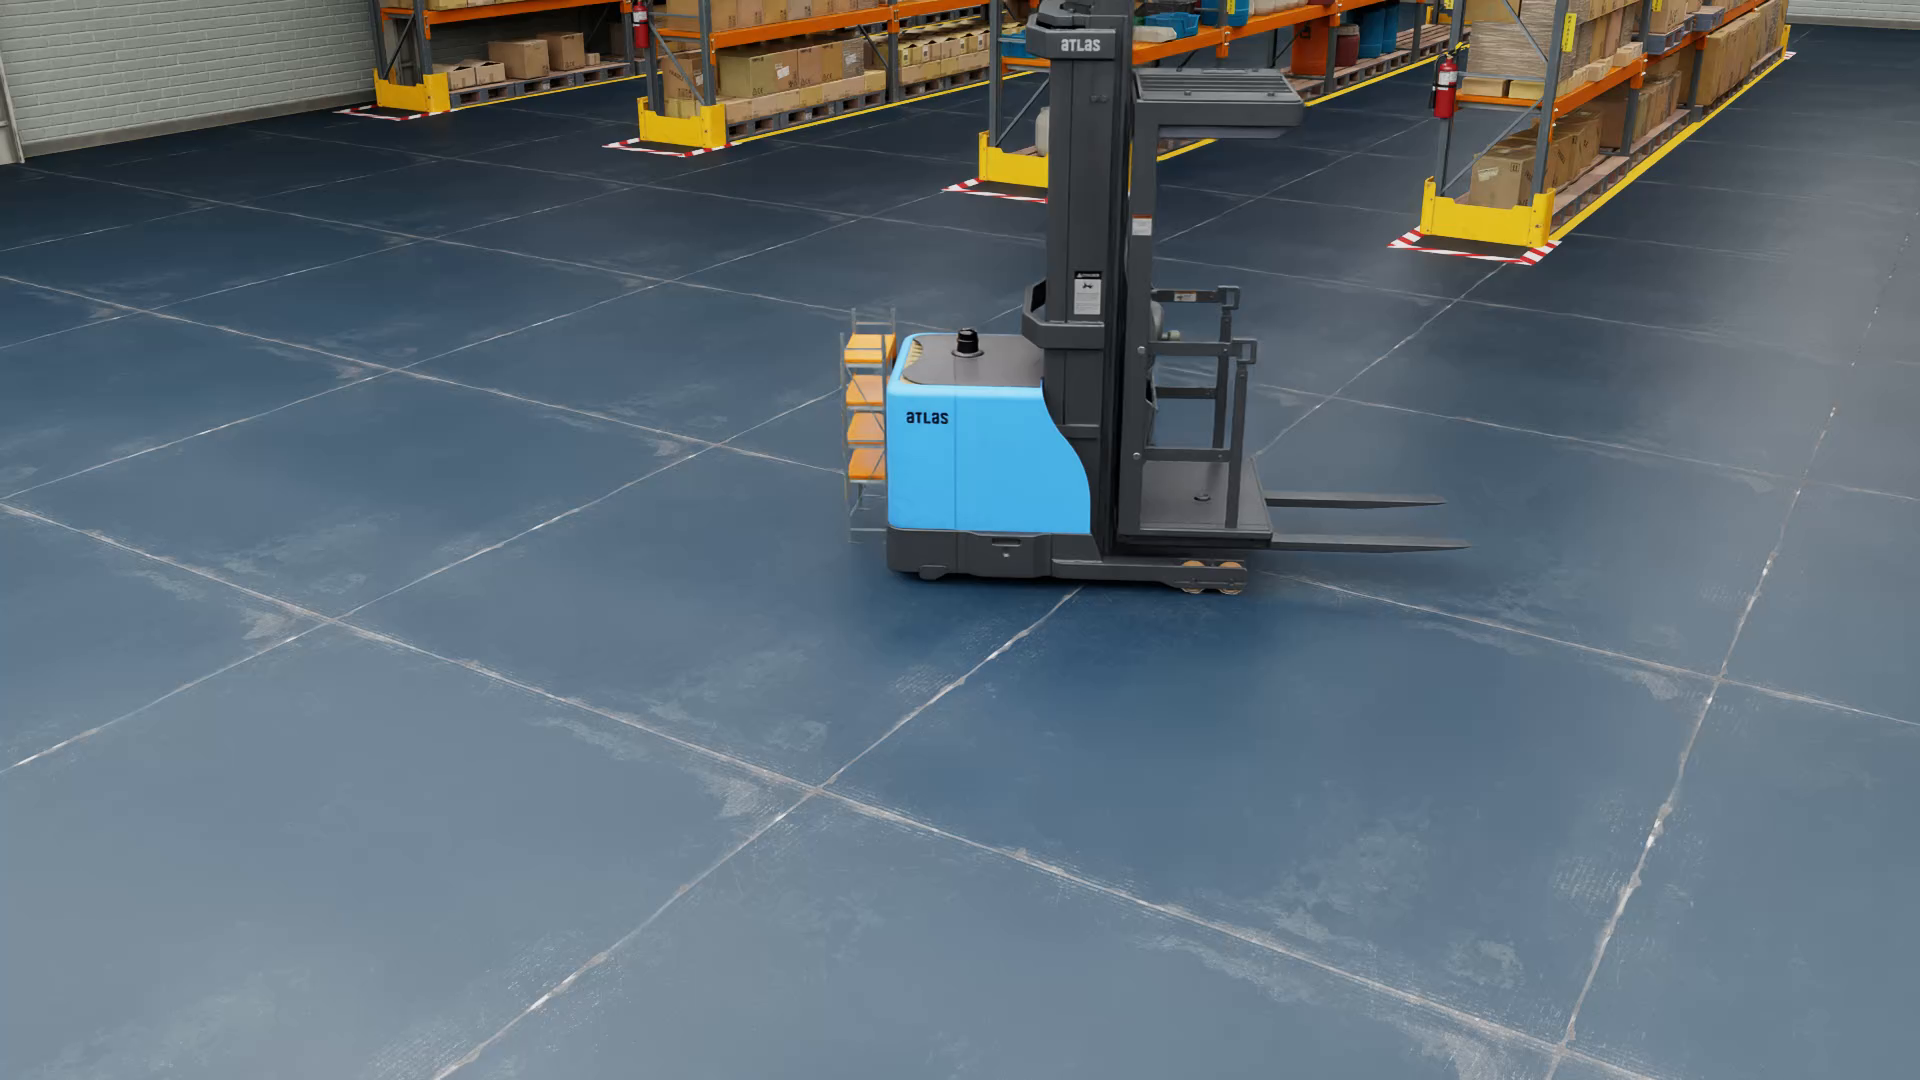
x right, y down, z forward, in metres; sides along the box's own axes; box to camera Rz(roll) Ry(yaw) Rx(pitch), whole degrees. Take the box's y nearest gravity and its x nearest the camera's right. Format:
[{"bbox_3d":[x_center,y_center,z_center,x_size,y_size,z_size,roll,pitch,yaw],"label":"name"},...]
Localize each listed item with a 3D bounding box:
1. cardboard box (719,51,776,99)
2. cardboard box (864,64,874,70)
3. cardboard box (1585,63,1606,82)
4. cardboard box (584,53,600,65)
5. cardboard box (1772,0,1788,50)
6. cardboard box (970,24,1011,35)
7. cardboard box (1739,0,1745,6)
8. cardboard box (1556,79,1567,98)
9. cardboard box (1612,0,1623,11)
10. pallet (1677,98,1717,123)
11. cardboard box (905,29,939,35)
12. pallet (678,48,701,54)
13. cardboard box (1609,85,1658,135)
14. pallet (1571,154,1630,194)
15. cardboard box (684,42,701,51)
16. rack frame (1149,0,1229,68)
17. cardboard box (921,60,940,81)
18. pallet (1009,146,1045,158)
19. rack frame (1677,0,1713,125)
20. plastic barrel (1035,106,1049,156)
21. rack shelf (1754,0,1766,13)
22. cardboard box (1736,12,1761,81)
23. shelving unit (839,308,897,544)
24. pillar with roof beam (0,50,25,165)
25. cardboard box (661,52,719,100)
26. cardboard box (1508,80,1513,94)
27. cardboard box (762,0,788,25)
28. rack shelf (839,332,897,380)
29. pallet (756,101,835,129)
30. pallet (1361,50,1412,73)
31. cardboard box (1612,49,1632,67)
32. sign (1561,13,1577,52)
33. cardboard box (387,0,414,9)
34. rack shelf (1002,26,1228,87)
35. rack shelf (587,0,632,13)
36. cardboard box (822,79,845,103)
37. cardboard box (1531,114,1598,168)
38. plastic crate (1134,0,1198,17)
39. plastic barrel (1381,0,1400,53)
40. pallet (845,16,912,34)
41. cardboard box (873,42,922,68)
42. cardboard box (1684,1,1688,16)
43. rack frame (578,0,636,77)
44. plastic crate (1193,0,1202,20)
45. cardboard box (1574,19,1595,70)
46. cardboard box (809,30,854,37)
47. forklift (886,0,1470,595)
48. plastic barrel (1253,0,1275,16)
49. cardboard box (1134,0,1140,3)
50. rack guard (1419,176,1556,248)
[{"bbox_3d":[-2.699,-5.914,21.123,0.500,0.500,0.500,14,27,29],"label":"cardboard box"},{"bbox_3d":[-1.350,-6.817,24.153,0.500,0.250,0.500,14,27,28],"label":"cardboard box"},{"bbox_3d":[6.208,-4.675,16.589,0.380,0.149,0.250,14,27,29],"label":"cardboard box"},{"bbox_3d":[-5.790,-7.437,25.665,0.380,0.166,0.250,10,25,22],"label":"cardboard box"},{"bbox_3d":[13.151,-8.643,27.585,0.875,0.875,0.875,14,27,29],"label":"cardboard box"},{"bbox_3d":[0.451,-7.818,25.761,0.500,0.311,0.500,13,27,28],"label":"cardboard box"},{"bbox_3d":[10.760,-7.795,23.355,0.500,0.500,0.500,14,27,28],"label":"cardboard box"},{"bbox_3d":[5.482,-4.269,15.652,0.380,0.149,0.250,14,27,29],"label":"cardboard box"},{"bbox_3d":[6.294,-5.534,16.499,0.500,0.500,0.500,14,27,29],"label":"cardboard box"},{"bbox_3d":[9.681,-5.929,22.679,1.003,0.211,1.213,14,27,29],"label":"pallet"},{"bbox_3d":[-0.550,-7.584,25.219,0.500,0.311,0.500,13,27,28],"label":"cardboard box"},{"bbox_3d":[-4.481,-8.119,27.738,1.003,0.211,1.213,14,27,29],"label":"pallet"},{"bbox_3d":[7.996,-5.211,20.105,0.700,0.500,0.500,11,26,24],"label":"cardboard box"},{"bbox_3d":[6.767,-4.094,18.441,1.003,0.211,1.213,14,27,29],"label":"pallet"},{"bbox_3d":[-4.626,-8.377,27.418,0.700,0.500,0.500,14,27,30],"label":"cardboard box"},{"bbox_3d":[2.883,-6.646,20.826,1.000,3.000,0.127,14,27,29],"label":"rack frame"},{"bbox_3d":[-0.629,-6.872,24.282,0.500,0.250,0.500,15,27,30],"label":"cardboard box"},{"bbox_3d":[1.207,-4.325,18.974,1.003,0.211,1.213,14,27,29],"label":"pallet"},{"bbox_3d":[9.201,-6.958,21.547,1.000,3.000,0.127,14,27,29],"label":"rack frame"},{"bbox_3d":[1.056,-4.585,18.668,0.421,0.512,0.421,0,23,0],"label":"plastic barrel"},{"bbox_3d":[12.366,-8.653,26.368,1.077,0.370,4.000,14,27,29],"label":"rack shelf"},{"bbox_3d":[10.990,-7.305,24.495,1.225,0.875,0.875,14,27,29],"label":"cardboard box"},{"bbox_3d":[-0.490,-0.628,9.188,0.258,1.200,0.503,1,23,4],"label":"shelving unit"},{"bbox_3d":[-7.517,-7.615,15.514,9.100,9.000,0.400,14,27,29],"label":"pillar with roof beam"},{"bbox_3d":[-3.403,-5.853,20.984,0.500,0.500,0.500,14,27,29],"label":"cardboard box"},{"bbox_3d":[5.089,-4.366,15.876,0.380,0.149,0.250,14,27,29],"label":"cardboard box"},{"bbox_3d":[-2.636,-6.880,21.242,0.700,0.500,0.500,14,27,29],"label":"cardboard box"},{"bbox_3d":[-0.493,-0.989,9.032,0.258,0.148,0.480,1,23,4],"label":"rack shelf"},{"bbox_3d":[-2.421,-5.732,22.226,1.003,0.211,1.213,14,27,29],"label":"pallet"},{"bbox_3d":[6.661,-7.815,27.036,1.003,0.211,1.213,14,27,29],"label":"pallet"},{"bbox_3d":[6.867,-5.096,17.563,0.380,0.149,0.250,14,27,29],"label":"cardboard box"},{"bbox_3d":[5.442,-4.541,14.875,0.100,0.325,0.005,14,27,29],"label":"sign"},{"bbox_3d":[-7.561,-7.511,22.987,0.500,0.250,0.500,14,27,30],"label":"cardboard box"},{"bbox_3d":[1.828,-5.641,19.409,1.077,0.370,4.000,14,27,29],"label":"rack shelf"},{"bbox_3d":[-4.478,-9.067,27.324,1.077,0.370,4.000,14,27,29],"label":"rack shelf"},{"bbox_3d":[-1.905,-6.075,22.440,0.500,0.250,0.500,14,27,29],"label":"cardboard box"},{"bbox_3d":[6.550,-4.332,18.099,0.500,0.500,0.500,-18,29,-36],"label":"cardboard box"},{"bbox_3d":[2.499,-6.467,20.492,0.767,0.338,0.504,14,27,29],"label":"plastic crate"},{"bbox_3d":[6.802,-8.396,26.981,0.600,0.901,0.708,14,27,29],"label":"plastic barrel"},{"bbox_3d":[-1.656,-9.866,31.775,1.003,0.211,1.213,14,27,29],"label":"pallet"},{"bbox_3d":[-0.893,-6.961,23.780,0.500,0.311,0.500,14,27,29],"label":"cardboard box"},{"bbox_3d":[8.551,-6.470,20.059,0.396,0.266,0.258,13,27,27],"label":"cardboard box"},{"bbox_3d":[-5.533,-8.722,25.622,1.000,3.000,0.127,14,27,29],"label":"rack frame"},{"bbox_3d":[2.879,-6.903,21.339,0.402,0.464,0.583,14,27,29],"label":"plastic crate"},{"bbox_3d":[5.757,-4.974,16.463,0.875,0.500,0.500,14,27,29],"label":"cardboard box"},{"bbox_3d":[-1.834,-6.869,23.330,0.500,0.500,0.500,14,27,29],"label":"cardboard box"},{"bbox_3d":[1.155,-1.282,8.521,3.031,2.935,1.130,2,23,4],"label":"forklift"},{"bbox_3d":[3.961,-7.233,22.011,0.433,0.535,0.433,0,23,0],"label":"plastic barrel"},{"bbox_3d":[2.957,-9.692,30.454,0.500,0.500,0.500,14,27,29],"label":"cardboard box"},{"bbox_3d":[5.021,-3.136,15.866,1.175,0.500,0.348,14,27,29],"label":"rack guard"}]
